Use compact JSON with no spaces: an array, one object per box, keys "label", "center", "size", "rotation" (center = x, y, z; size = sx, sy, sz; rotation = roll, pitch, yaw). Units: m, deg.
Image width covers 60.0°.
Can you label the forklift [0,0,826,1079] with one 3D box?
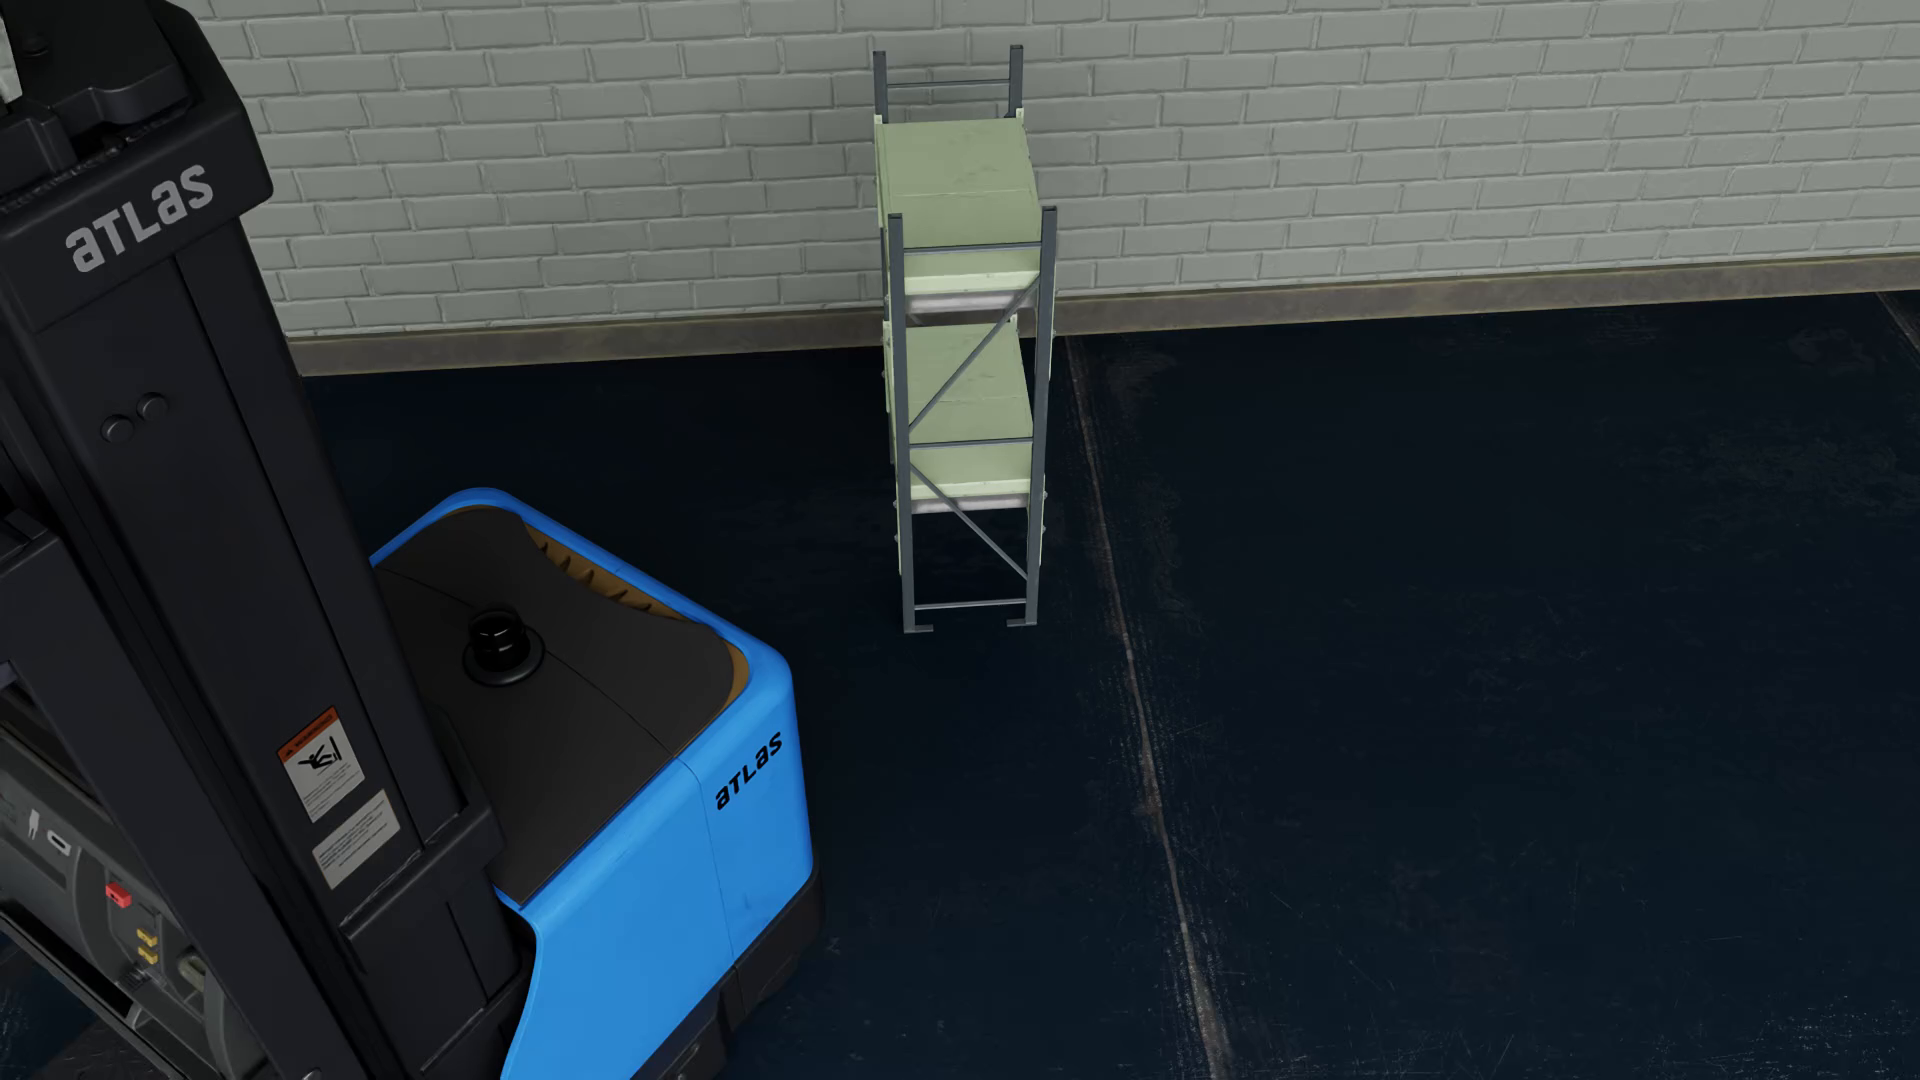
[{"label":"forklift","center":[-1.608,0.655,2.611],"size":[1.130,2.935,3.031],"rotation":[27,52,24]}]

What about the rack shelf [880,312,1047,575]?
[{"label":"rack shelf","center":[-0.001,-0.296,4.947],"size":[0.431,0.370,0.720],"rotation":[-3,47,-3]}]

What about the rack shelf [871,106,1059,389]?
[{"label":"rack shelf","center":[-0.001,-0.789,4.427],"size":[0.431,0.370,0.720],"rotation":[-3,47,-3]}]

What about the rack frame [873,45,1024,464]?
[{"label":"rack frame","center":[-0.031,-0.785,4.961],"size":[0.400,1.500,0.023],"rotation":[-3,47,-3]}]

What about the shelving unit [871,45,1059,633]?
[{"label":"shelving unit","center":[-0.001,-0.521,4.710],"size":[0.431,1.500,0.755],"rotation":[-3,47,-3]}]

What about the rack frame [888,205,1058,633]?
[{"label":"rack frame","center":[0.030,-0.256,4.459],"size":[0.400,1.500,0.023],"rotation":[-3,47,-3]}]
